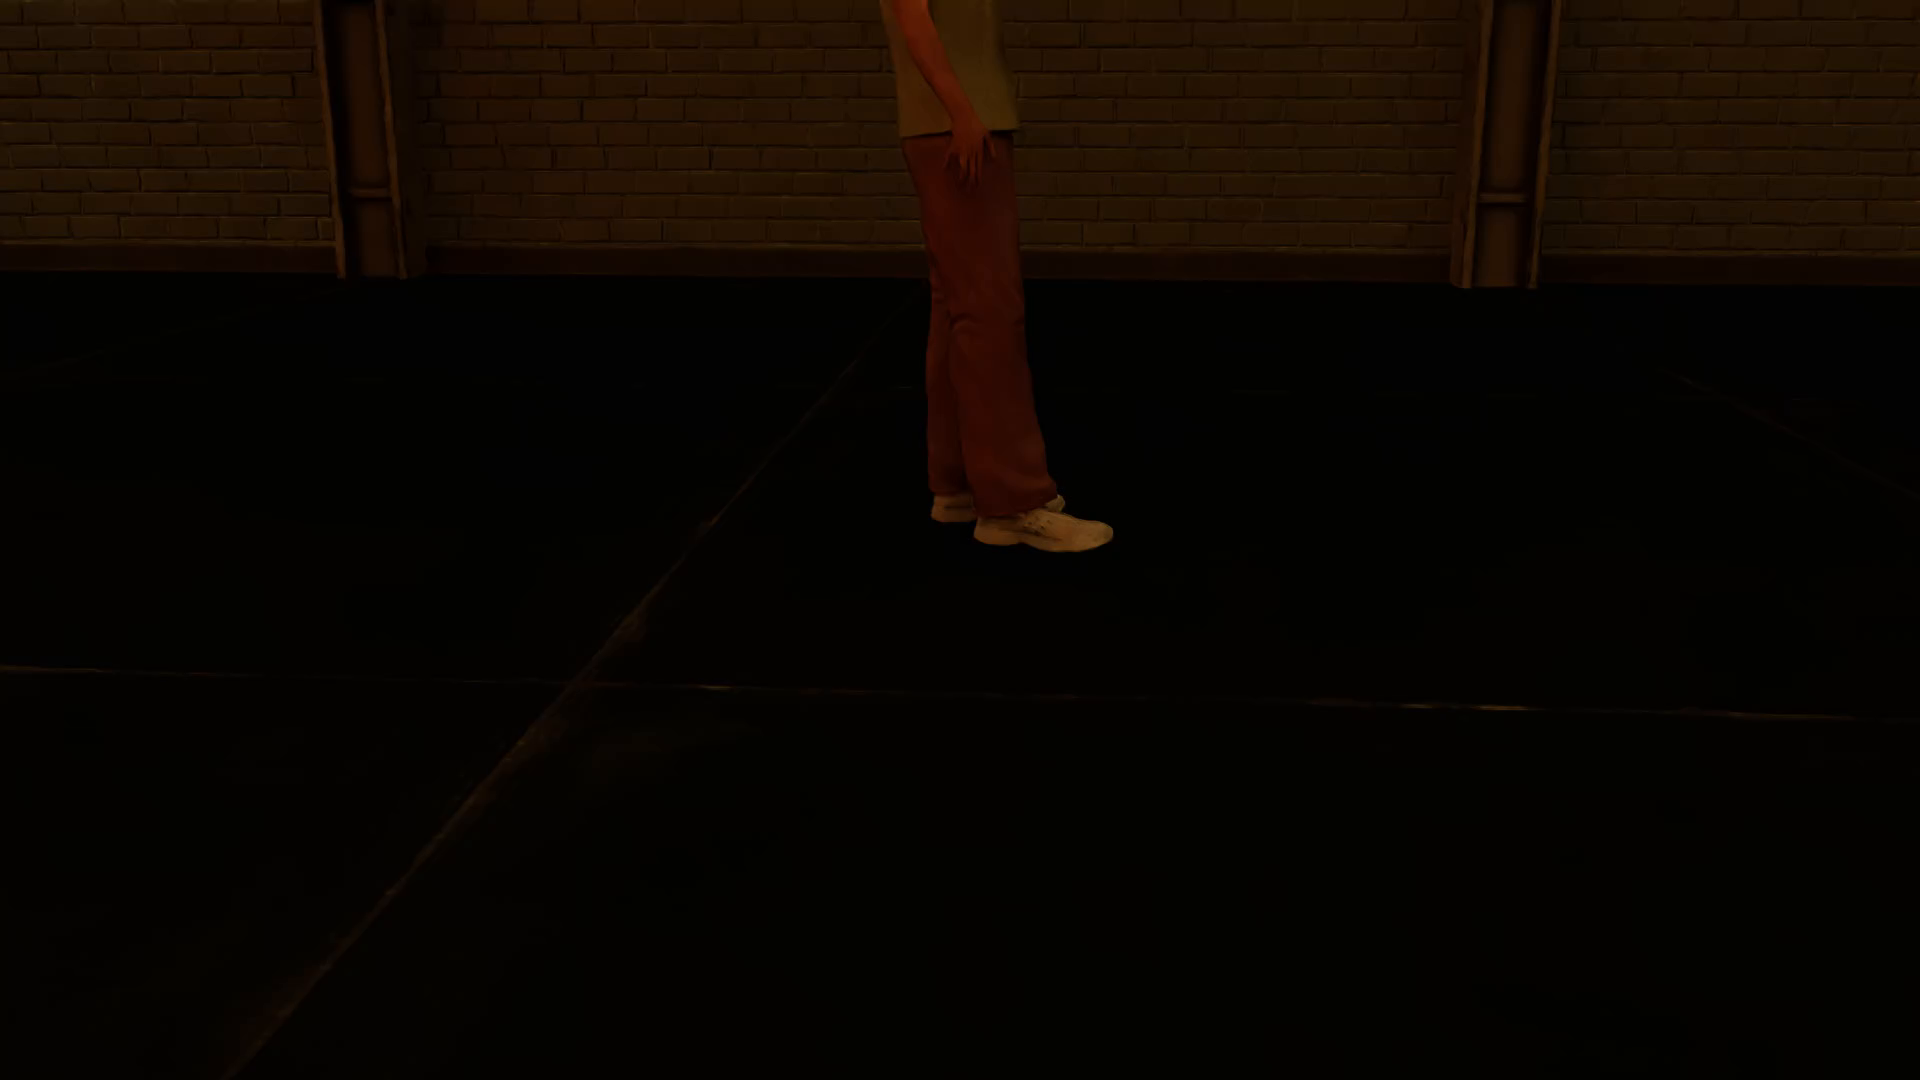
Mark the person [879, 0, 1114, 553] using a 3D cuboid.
[{"bbox_3d":[0.080,-0.841,3.567,0.533,1.657,0.554,1,15,4],"label":"person"}]
